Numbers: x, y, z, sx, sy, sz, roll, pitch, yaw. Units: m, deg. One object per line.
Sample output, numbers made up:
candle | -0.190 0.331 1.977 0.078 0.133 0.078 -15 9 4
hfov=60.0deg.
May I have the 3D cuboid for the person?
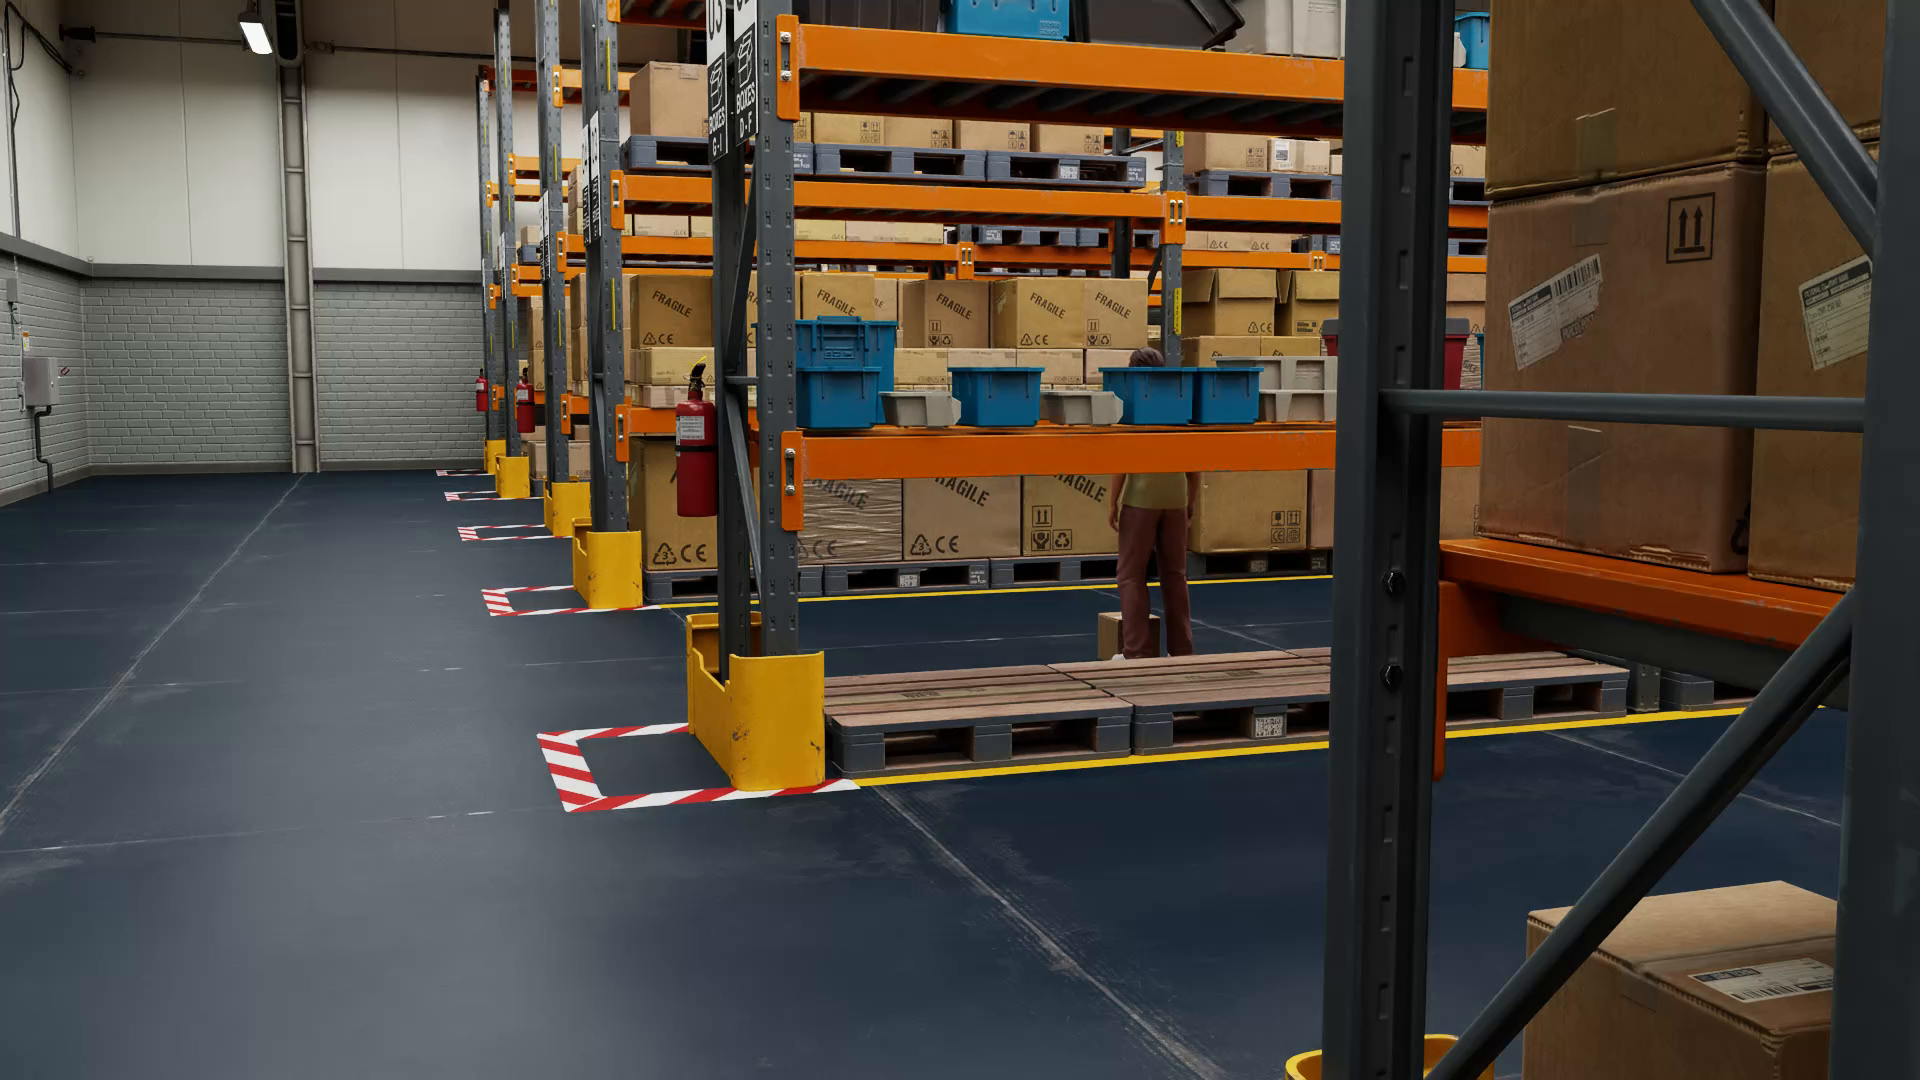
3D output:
person | 0.990 -0.159 8.583 0.499 1.673 0.354 -2 6 -19
